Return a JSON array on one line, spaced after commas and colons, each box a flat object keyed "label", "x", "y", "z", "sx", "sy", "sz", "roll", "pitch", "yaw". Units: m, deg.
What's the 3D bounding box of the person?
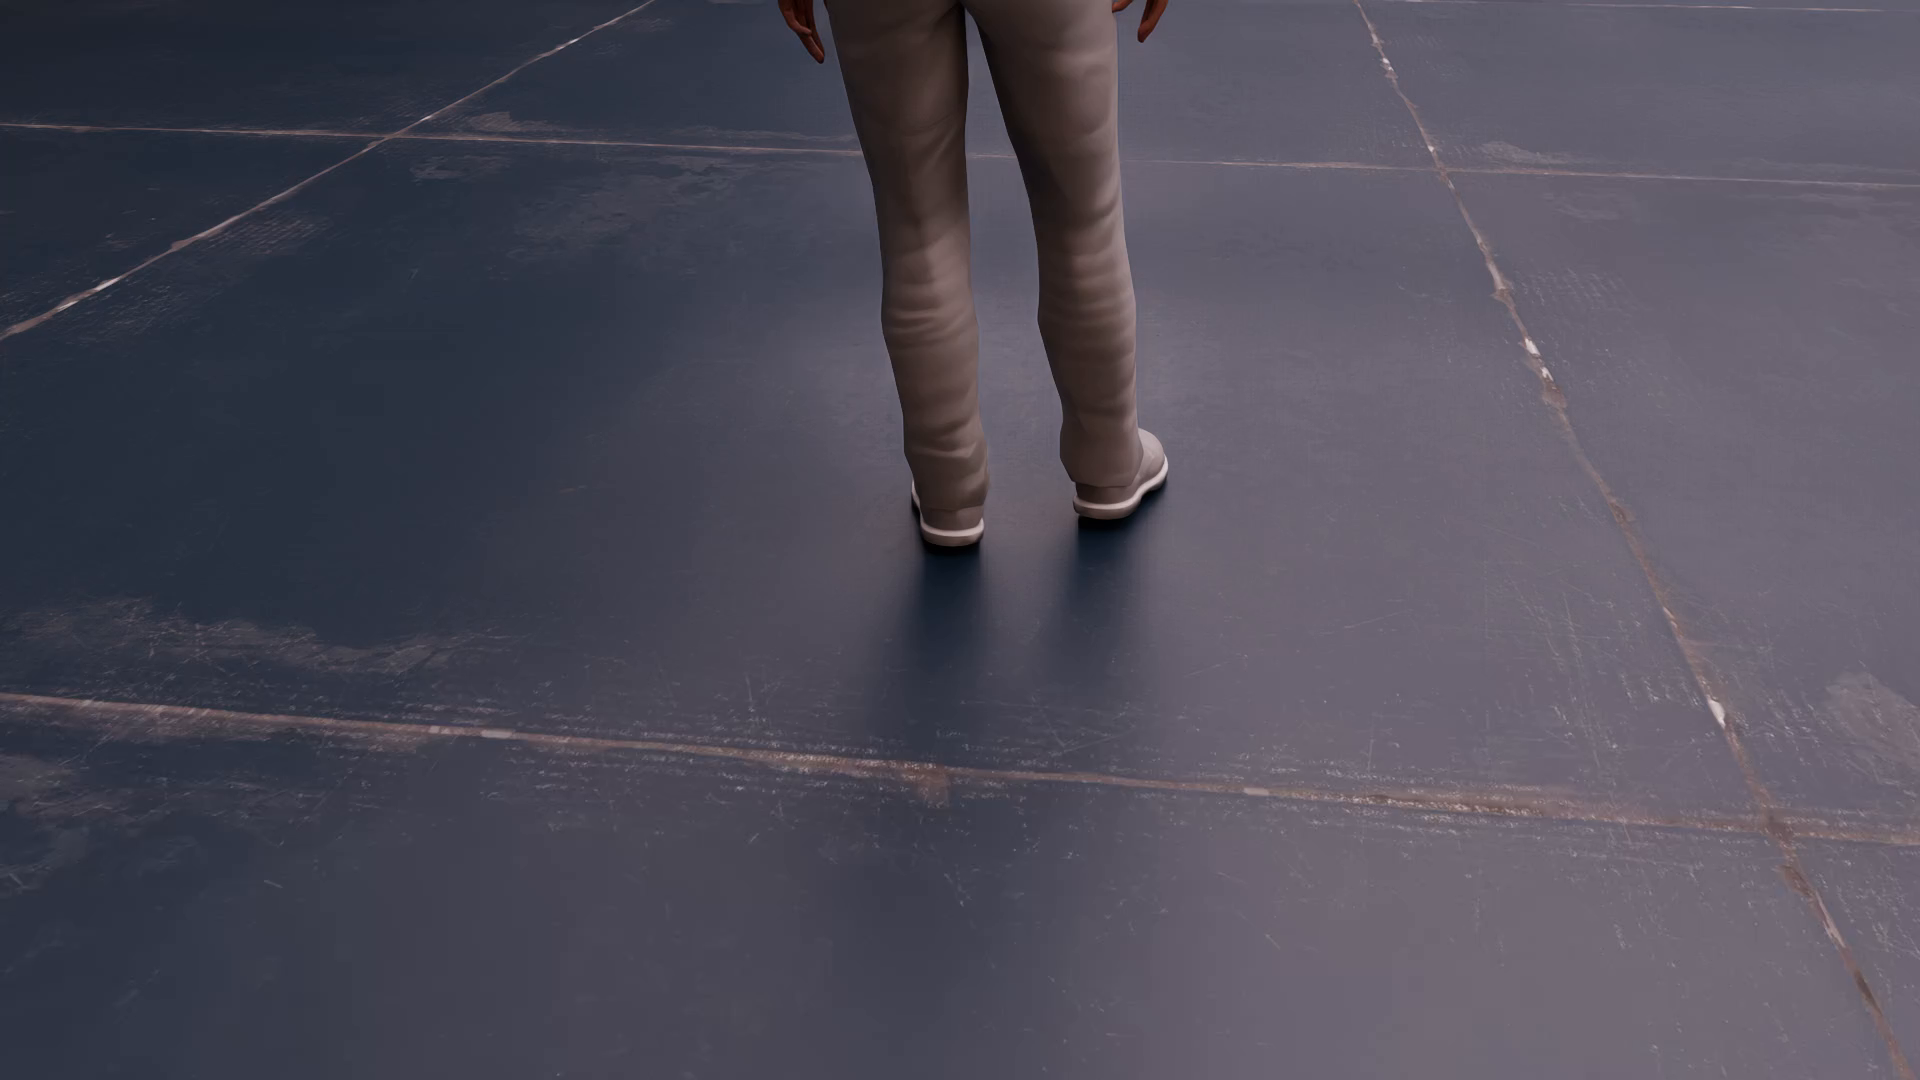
[{"label": "person", "x": 0.030, "y": -0.797, "z": 2.183, "sx": 0.569, "sy": 1.695, "sz": 0.528, "roll": 3, "pitch": 27, "yaw": 7}]
